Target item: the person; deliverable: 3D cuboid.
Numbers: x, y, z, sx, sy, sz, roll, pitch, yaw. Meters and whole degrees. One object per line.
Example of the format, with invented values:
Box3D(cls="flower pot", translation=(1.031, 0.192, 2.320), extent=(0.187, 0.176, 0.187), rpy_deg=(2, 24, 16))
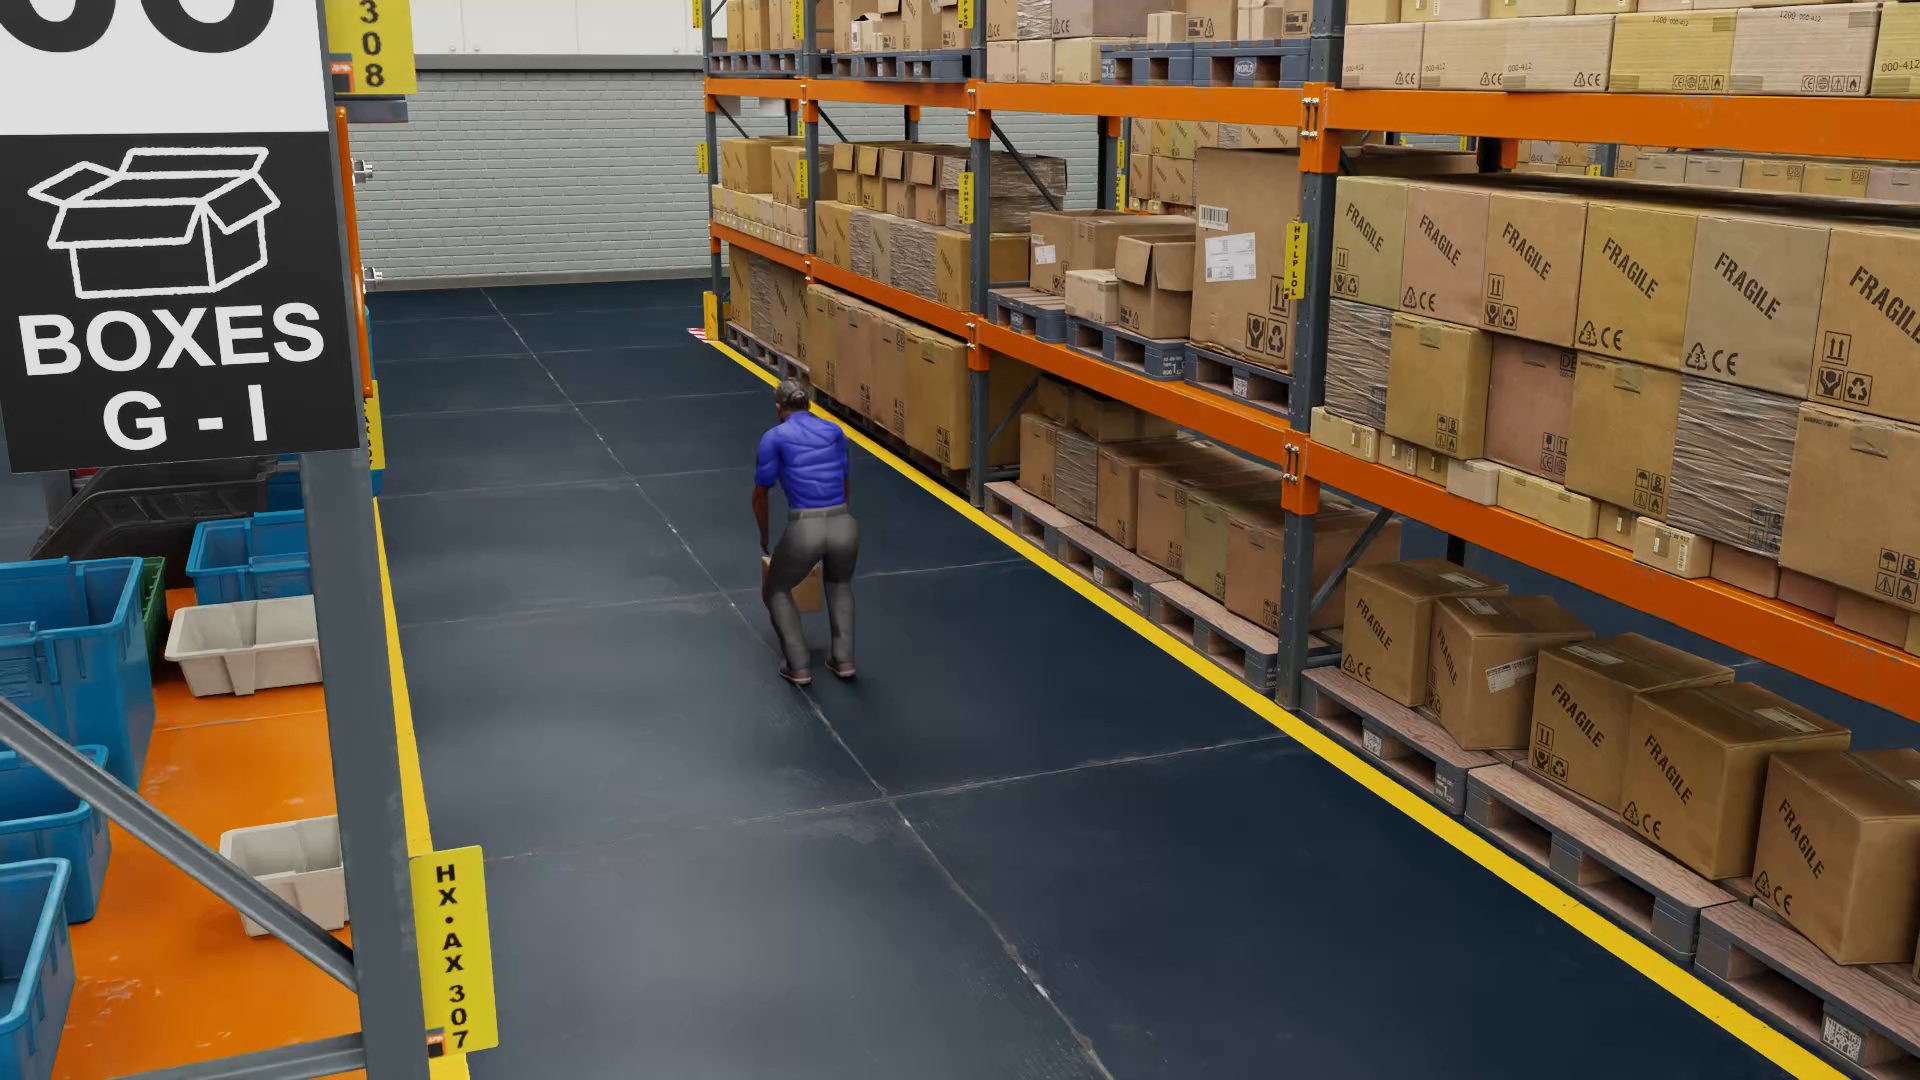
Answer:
Box3D(cls="person", translation=(-0.745, -0.026, 8.052), extent=(0.492, 1.442, 0.576), rpy_deg=(-6, 17, -20))
